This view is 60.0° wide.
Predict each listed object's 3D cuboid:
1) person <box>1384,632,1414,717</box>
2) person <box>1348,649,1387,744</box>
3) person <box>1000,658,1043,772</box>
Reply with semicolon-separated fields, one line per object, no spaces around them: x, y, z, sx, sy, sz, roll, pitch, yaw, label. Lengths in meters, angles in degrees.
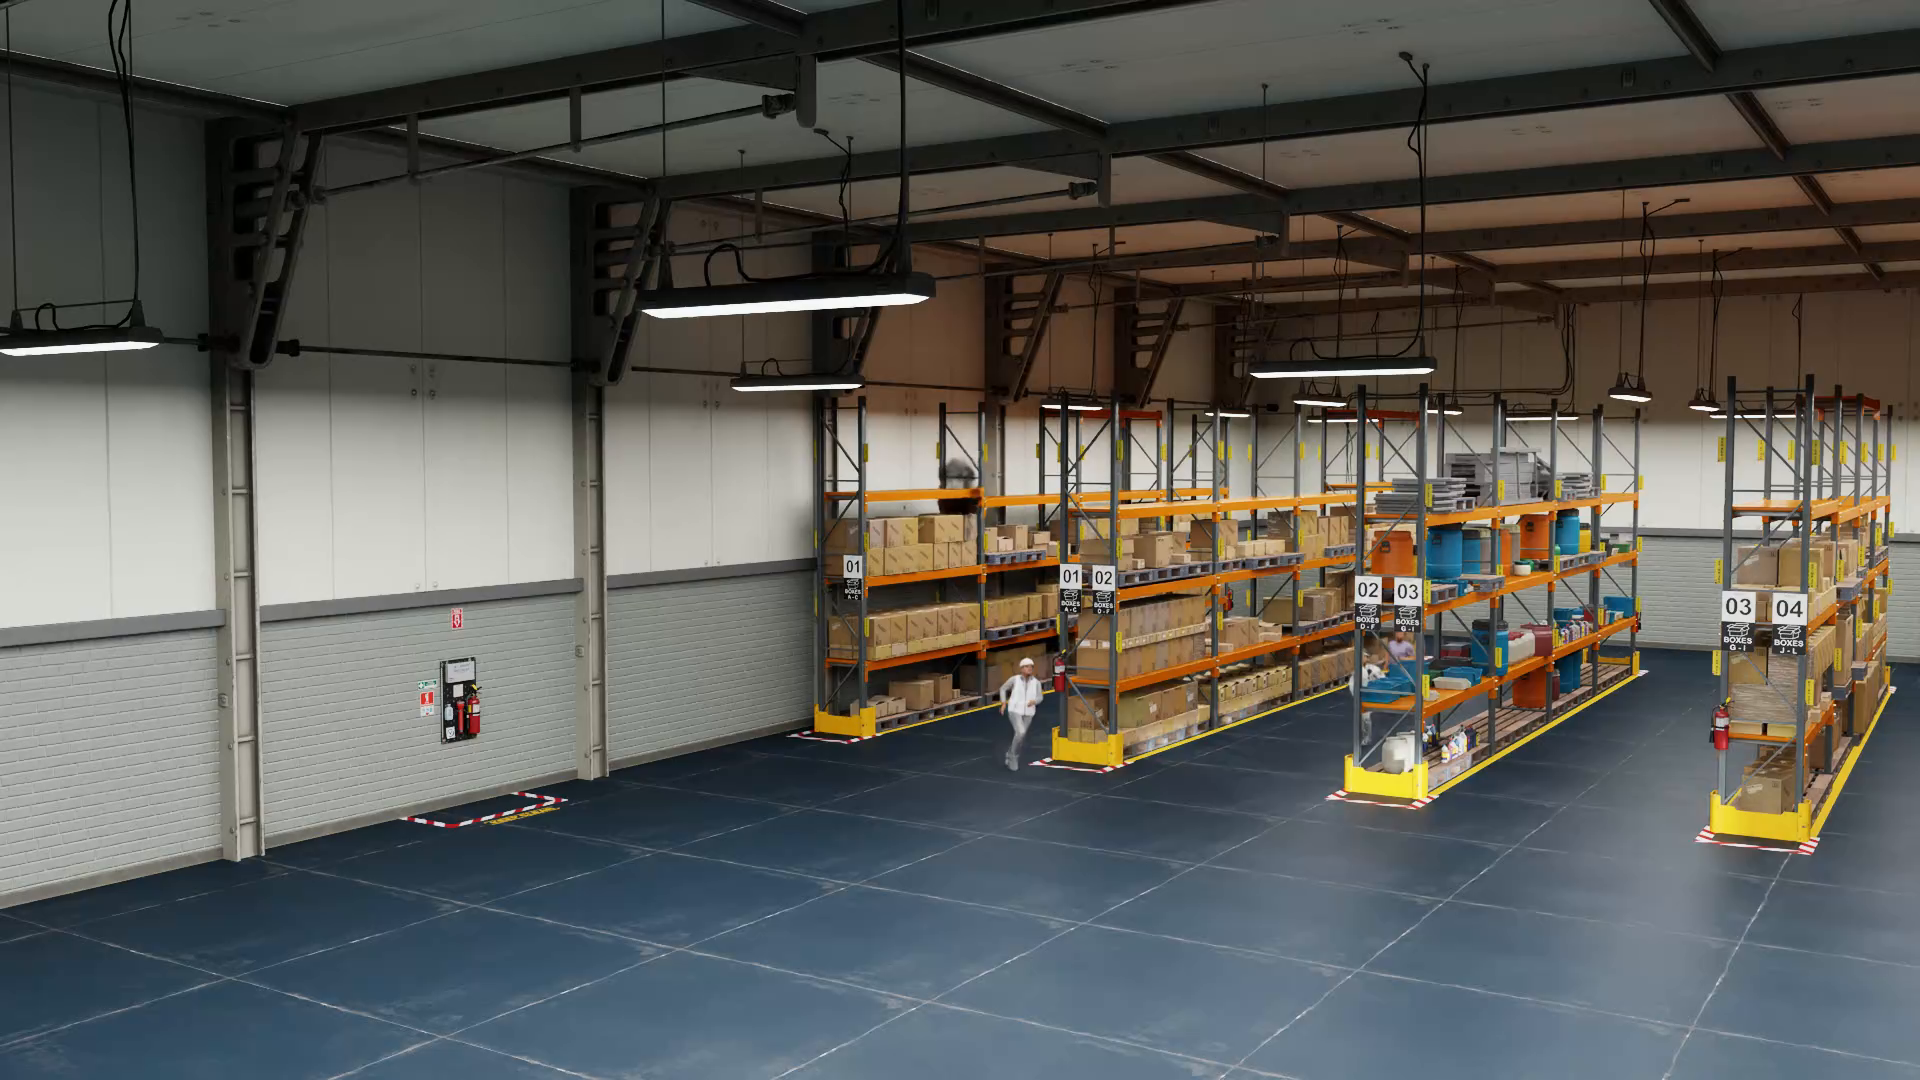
8.341;2.538;31.638;0.576;1.682;0.698;1;3;21;person
6.911;2.684;28.375;0.629;1.649;0.574;2;4;36;person
1.001;2.739;26.289;0.641;1.733;0.683;-1;3;-17;person
